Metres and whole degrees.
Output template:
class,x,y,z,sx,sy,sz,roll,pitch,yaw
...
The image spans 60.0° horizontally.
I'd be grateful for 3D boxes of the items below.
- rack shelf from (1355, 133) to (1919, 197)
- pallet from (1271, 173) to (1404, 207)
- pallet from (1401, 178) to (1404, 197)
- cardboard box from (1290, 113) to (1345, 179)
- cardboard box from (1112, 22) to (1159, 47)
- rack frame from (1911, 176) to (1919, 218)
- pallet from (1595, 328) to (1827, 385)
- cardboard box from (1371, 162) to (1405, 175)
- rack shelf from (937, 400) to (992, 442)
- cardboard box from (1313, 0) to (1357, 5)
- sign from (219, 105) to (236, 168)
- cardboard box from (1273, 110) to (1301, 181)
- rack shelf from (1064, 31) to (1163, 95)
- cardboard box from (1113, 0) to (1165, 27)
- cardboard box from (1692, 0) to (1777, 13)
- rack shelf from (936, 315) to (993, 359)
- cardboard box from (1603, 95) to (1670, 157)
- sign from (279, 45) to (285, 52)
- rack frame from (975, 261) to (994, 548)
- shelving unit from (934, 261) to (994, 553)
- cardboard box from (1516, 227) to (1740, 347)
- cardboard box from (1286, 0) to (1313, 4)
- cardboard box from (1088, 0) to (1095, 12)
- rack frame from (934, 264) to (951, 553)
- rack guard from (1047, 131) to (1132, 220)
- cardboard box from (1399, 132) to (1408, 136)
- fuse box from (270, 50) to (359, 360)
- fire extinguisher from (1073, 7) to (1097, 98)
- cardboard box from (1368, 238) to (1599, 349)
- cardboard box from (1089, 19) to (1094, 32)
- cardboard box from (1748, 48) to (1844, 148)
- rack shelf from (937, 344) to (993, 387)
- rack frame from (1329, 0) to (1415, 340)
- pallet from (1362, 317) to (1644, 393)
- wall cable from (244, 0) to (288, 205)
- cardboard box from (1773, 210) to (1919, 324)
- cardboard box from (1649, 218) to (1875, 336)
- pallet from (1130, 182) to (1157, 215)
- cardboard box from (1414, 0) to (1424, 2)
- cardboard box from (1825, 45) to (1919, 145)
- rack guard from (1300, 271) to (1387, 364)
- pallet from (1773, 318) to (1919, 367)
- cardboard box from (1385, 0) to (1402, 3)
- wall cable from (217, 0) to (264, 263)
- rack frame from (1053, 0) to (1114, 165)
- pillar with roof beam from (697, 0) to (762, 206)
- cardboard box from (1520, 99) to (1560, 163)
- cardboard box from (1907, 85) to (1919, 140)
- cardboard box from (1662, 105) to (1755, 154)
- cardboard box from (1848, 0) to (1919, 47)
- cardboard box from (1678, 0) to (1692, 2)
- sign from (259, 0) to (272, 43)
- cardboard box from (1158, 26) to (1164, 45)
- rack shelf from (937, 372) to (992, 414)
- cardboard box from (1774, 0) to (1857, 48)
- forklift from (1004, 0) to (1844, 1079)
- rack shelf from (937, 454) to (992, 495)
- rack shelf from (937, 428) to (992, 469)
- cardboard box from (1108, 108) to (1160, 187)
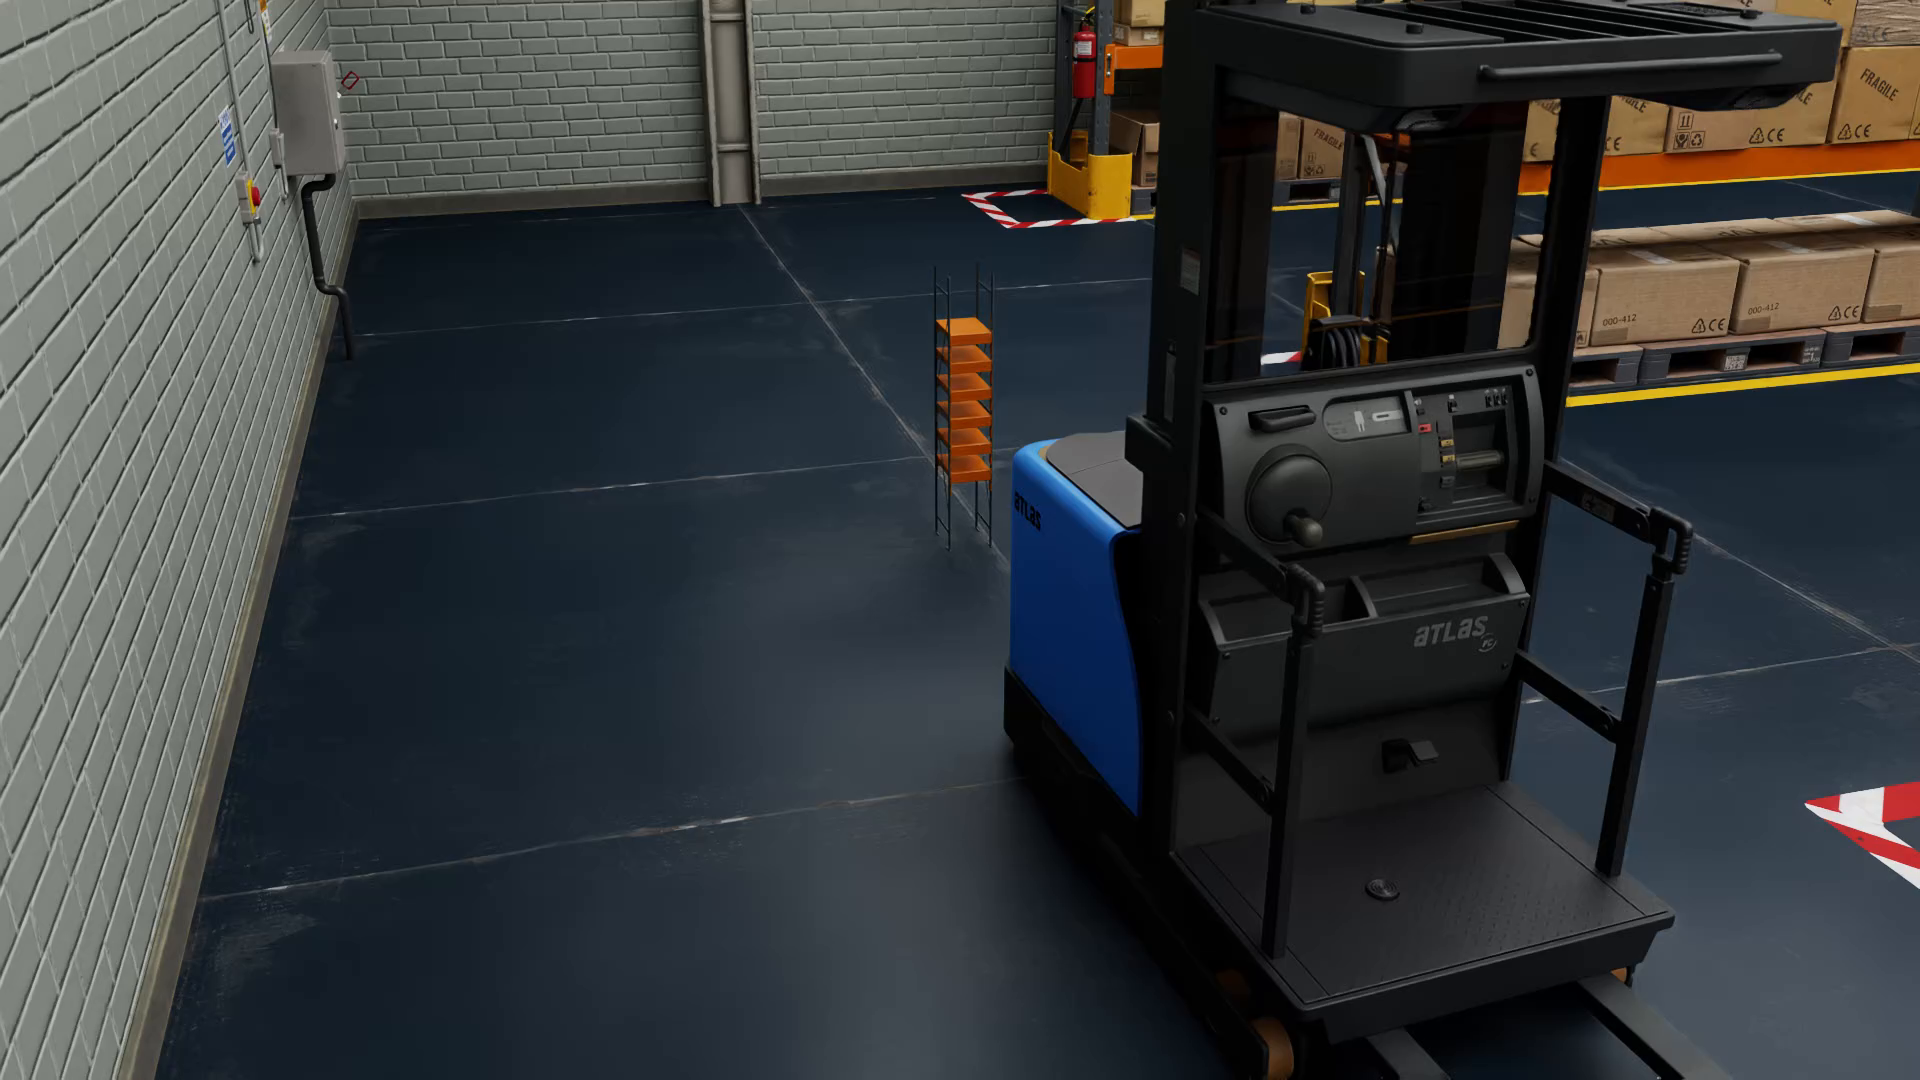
class,x,y,z,sx,sy,sz,roll,pitch,yaw
rack shelf,4.243,-2.131,9.325,4.000,0.370,1.077,-6,24,-14
pallet,2.986,-3.073,14.145,1.213,0.211,1.003,-6,24,-14
pallet,4.163,-3.204,14.451,1.213,0.211,1.003,-6,24,-14
cardboard box,2.957,-3.301,13.776,0.500,0.500,0.500,-6,24,-13
cardboard box,1.364,-3.948,12.966,0.250,0.149,0.380,-6,24,-15
rack frame,6.169,-2.675,9.679,0.127,3.000,1.000,-6,24,-14
pallet,4.238,-1.211,9.804,1.213,0.211,1.003,-6,24,-14
cardboard box,3.420,-3.393,13.991,0.500,0.500,0.700,-7,24,-16
rack shelf,0.014,-0.512,7.035,0.180,0.103,0.258,-6,24,-14
cardboard box,2.942,-4.318,13.323,0.500,0.250,0.500,-7,24,-16
sign,-3.151,-1.738,7.155,0.001,0.218,0.327,-6,24,-14
cardboard box,2.421,-3.282,13.733,0.500,0.500,0.700,-5,24,-12
rack shelf,2.899,-4.015,13.716,4.000,0.370,1.077,-6,24,-14
cardboard box,1.483,-4.147,12.923,0.500,0.250,0.500,-6,24,-14
cardboard box,3.845,-2.813,8.606,0.500,0.500,0.500,-6,24,-15
rack shelf,0.014,-0.843,6.893,0.180,0.103,0.258,-6,24,-14
cardboard box,3.337,-2.301,8.682,0.500,0.500,0.500,-7,24,-15
sign,-3.865,-2.574,9.565,0.001,0.494,0.329,-6,24,-14
rack frame,0.102,-0.563,7.040,0.006,1.200,0.240,-6,24,-14
shelving unit,0.014,-0.553,7.017,0.189,1.200,0.258,-6,24,-14
cardboard box,3.805,-1.473,9.596,0.875,0.438,0.875,-6,24,-13
cardboard box,2.455,-4.256,13.177,0.500,0.250,0.500,-7,24,-15
cardboard box,1.344,-4.350,13.397,0.500,0.250,0.500,-6,24,-13
rack frame,-0.074,-0.543,6.994,0.006,1.200,0.240,-6,24,-14
rack guard,1.046,-2.992,13.589,0.348,0.500,1.175,-6,24,-14
cardboard box,2.710,-2.446,9.021,0.500,0.500,0.500,-6,24,-14
fuse box,-3.533,-1.860,9.415,0.414,1.711,0.539,-6,24,-14
fire extinguisher,0.956,-3.735,12.721,0.183,0.674,0.296,-6,24,-14
cardboard box,2.926,-1.372,9.361,0.875,0.438,0.875,-7,24,-16
cardboard box,1.219,-4.154,13.447,0.250,0.149,0.380,-7,24,-15
cardboard box,4.309,-2.408,8.932,0.500,0.500,0.500,-6,24,-13
rack shelf,0.014,-0.733,6.940,0.180,0.103,0.258,-6,24,-14
rack frame,2.317,-2.249,8.687,0.127,3.000,1.000,-6,24,-14
pallet,3.066,-1.082,9.504,1.213,0.211,1.003,-6,24,-14
wall cable,-3.500,-2.643,8.318,0.122,1.984,0.588,-6,24,-14
cardboard box,5.535,-1.664,10.041,0.875,0.438,0.875,-7,24,-15
cardboard box,4.673,-1.569,9.818,0.875,0.438,0.875,-7,24,-16
pallet,1.813,-2.945,13.845,1.213,0.211,1.003,-6,24,-14
cardboard box,2.717,-2.896,8.800,0.500,0.500,0.500,-6,24,-13
cardboard box,4.817,-2.458,9.048,0.500,0.500,0.500,-7,24,-15
rack guard,2.294,-1.097,9.173,0.348,0.500,1.175,-6,24,-14
pallet,5.415,-1.342,10.110,1.213,0.211,1.003,-6,24,-14
cardboard box,3.438,-4.373,13.450,0.500,0.250,0.500,-6,24,-15
wall cable,-3.105,-2.120,7.060,0.123,1.953,0.585,-6,24,-14
rack frame,0.973,-4.133,13.077,0.127,3.000,1.000,-6,24,-14
pillar with roof beam,-0.704,-5.310,8.214,0.400,9.000,9.100,-6,24,-14
cardboard box,2.857,-2.237,8.532,0.500,0.500,0.500,-7,24,-15
cardboard box,5.297,-2.517,9.186,0.500,0.500,0.500,-7,24,-16
cardboard box,3.831,-2.349,8.792,0.500,0.500,0.500,-6,24,-15
cardboard box,4.811,-2.916,8.848,0.500,0.500,0.500,-6,24,-14
cardboard box,3.352,-2.755,8.471,0.500,0.500,0.500,-7,24,-16
sign,-3.717,-2.789,8.898,0.001,0.242,0.339,-6,24,-14
cardboard box,1.596,-3.993,13.070,0.250,0.149,0.380,-6,24,-13
rack shelf,0.014,-0.622,6.987,0.180,0.103,0.258,-6,24,-14
cardboard box,4.326,-2.866,8.730,0.500,0.500,0.500,-6,24,-14
forklift,1.128,-0.185,3.964,1.130,2.935,3.031,-8,25,-18
rack shelf,0.014,-0.292,7.129,0.180,0.103,0.258,-6,24,-14
rack shelf,0.014,-0.402,7.082,0.180,0.103,0.258,-6,24,-14
cardboard box,1.587,-3.208,13.555,0.637,0.503,0.797,-7,24,-16
